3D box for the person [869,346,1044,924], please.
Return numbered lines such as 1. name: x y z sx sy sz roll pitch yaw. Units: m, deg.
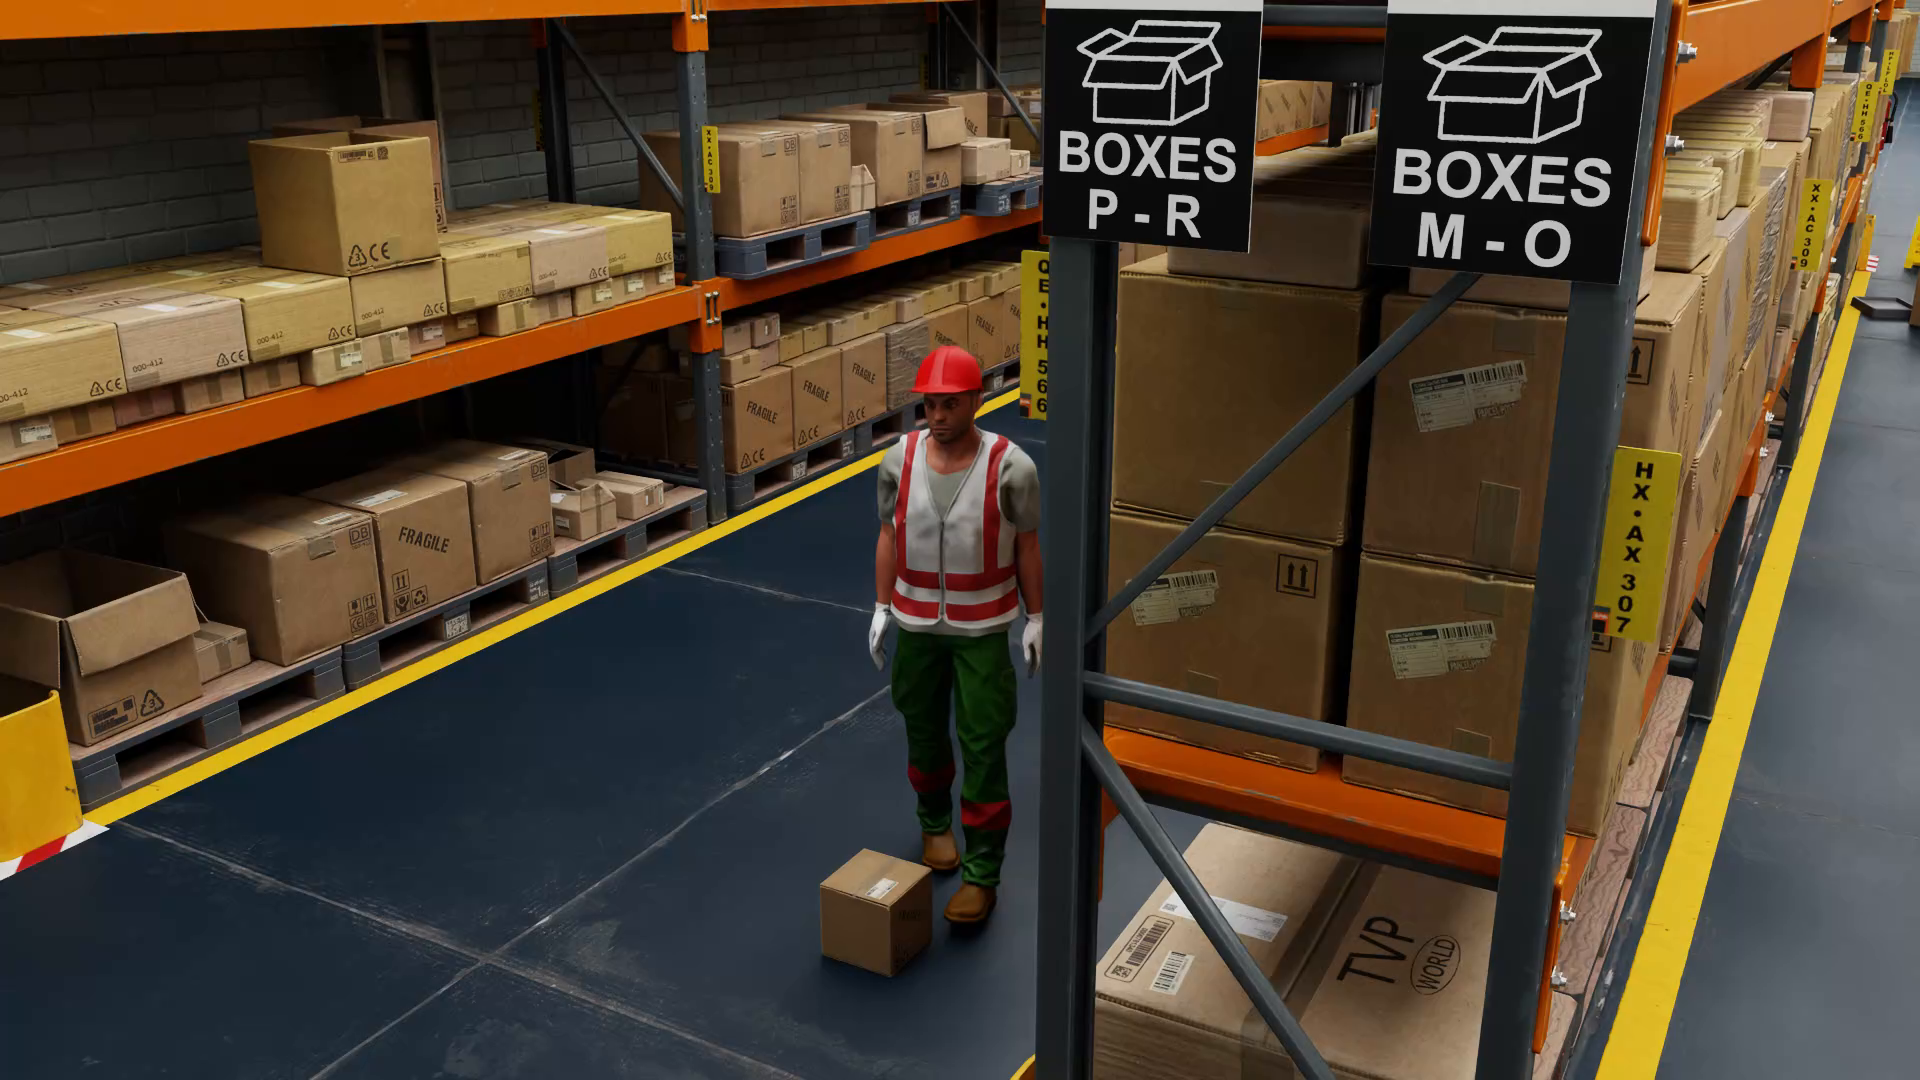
1. person: -0.034 0.295 5.176 0.577 1.785 0.648 5 20 13
